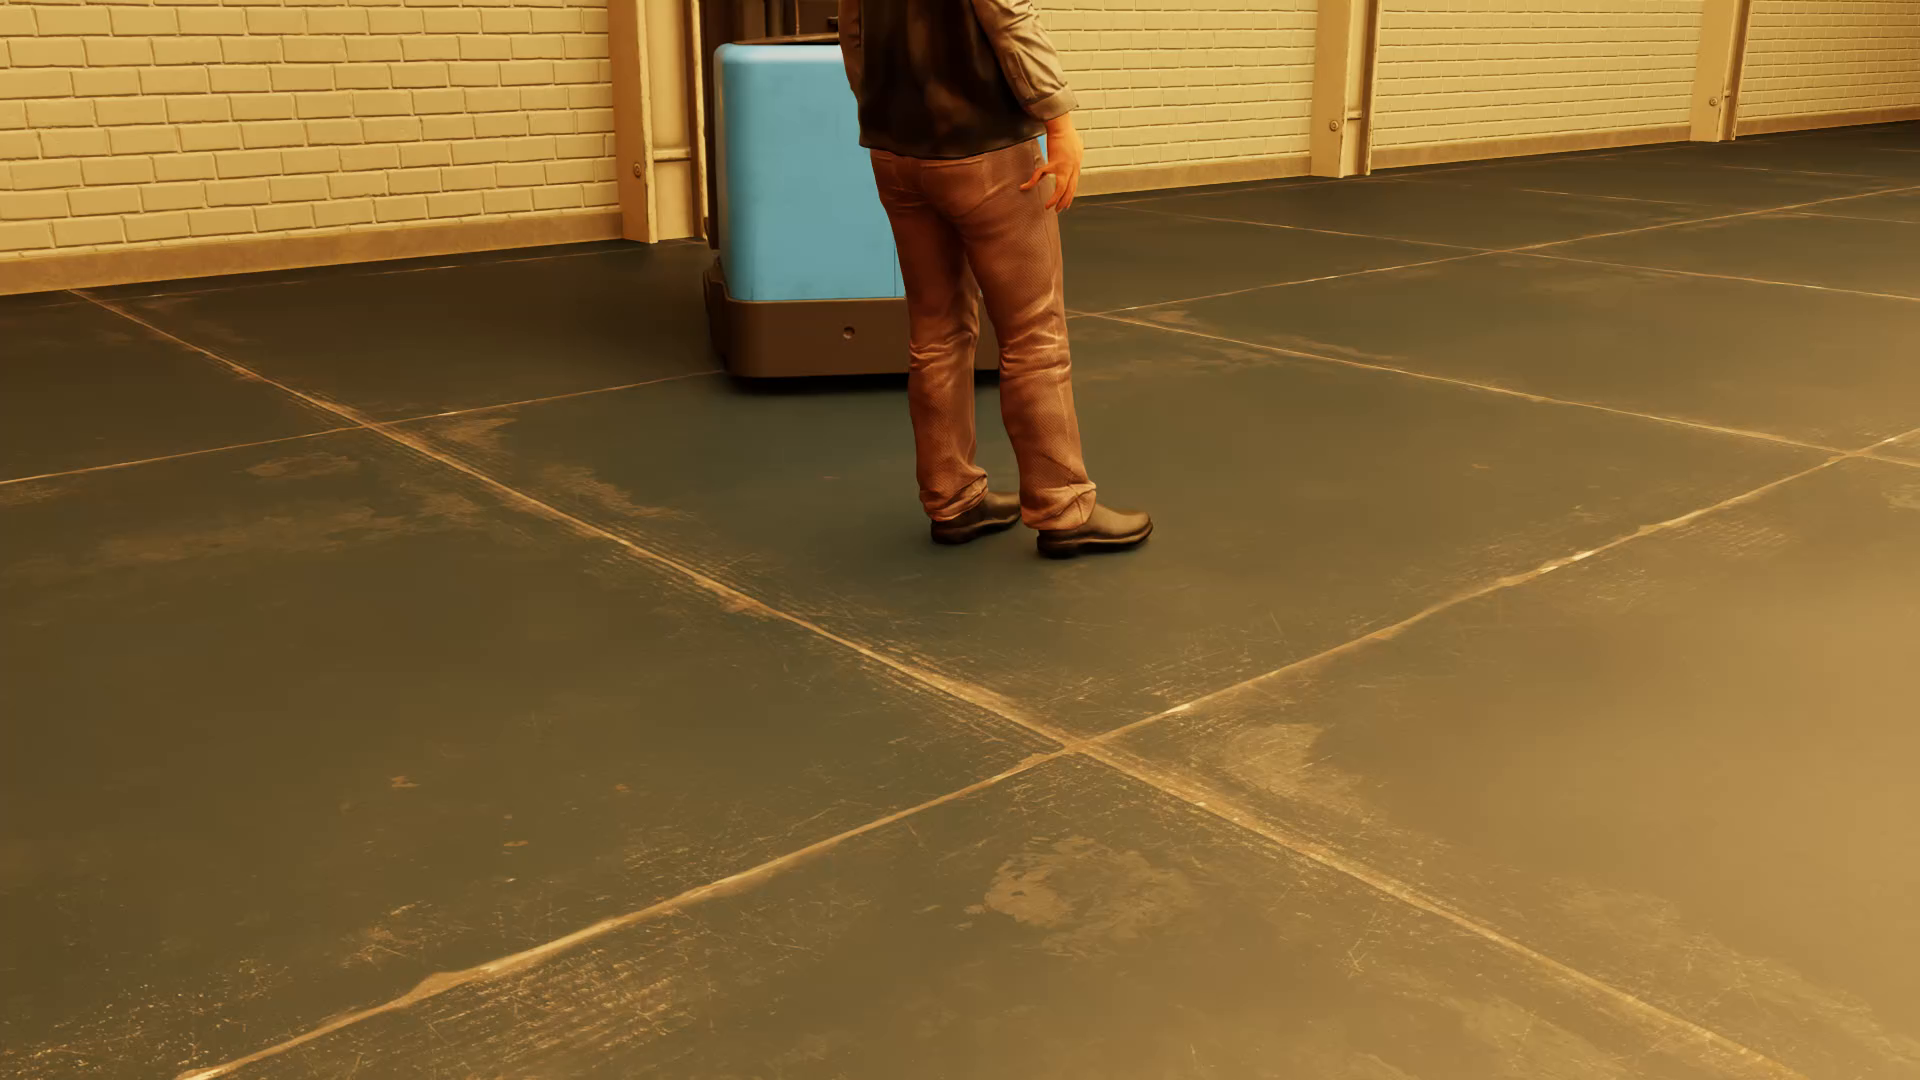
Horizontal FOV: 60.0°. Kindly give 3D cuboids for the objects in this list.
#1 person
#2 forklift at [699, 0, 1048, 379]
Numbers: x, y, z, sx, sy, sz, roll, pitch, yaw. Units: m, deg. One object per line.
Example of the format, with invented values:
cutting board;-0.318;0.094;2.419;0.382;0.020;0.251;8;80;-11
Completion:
person;0.053;-0.839;3.623;0.566;1.722;0.634;-14;22;-38
forklift;-0.463;-2.307;6.314;1.130;2.935;3.031;-3;18;-9
